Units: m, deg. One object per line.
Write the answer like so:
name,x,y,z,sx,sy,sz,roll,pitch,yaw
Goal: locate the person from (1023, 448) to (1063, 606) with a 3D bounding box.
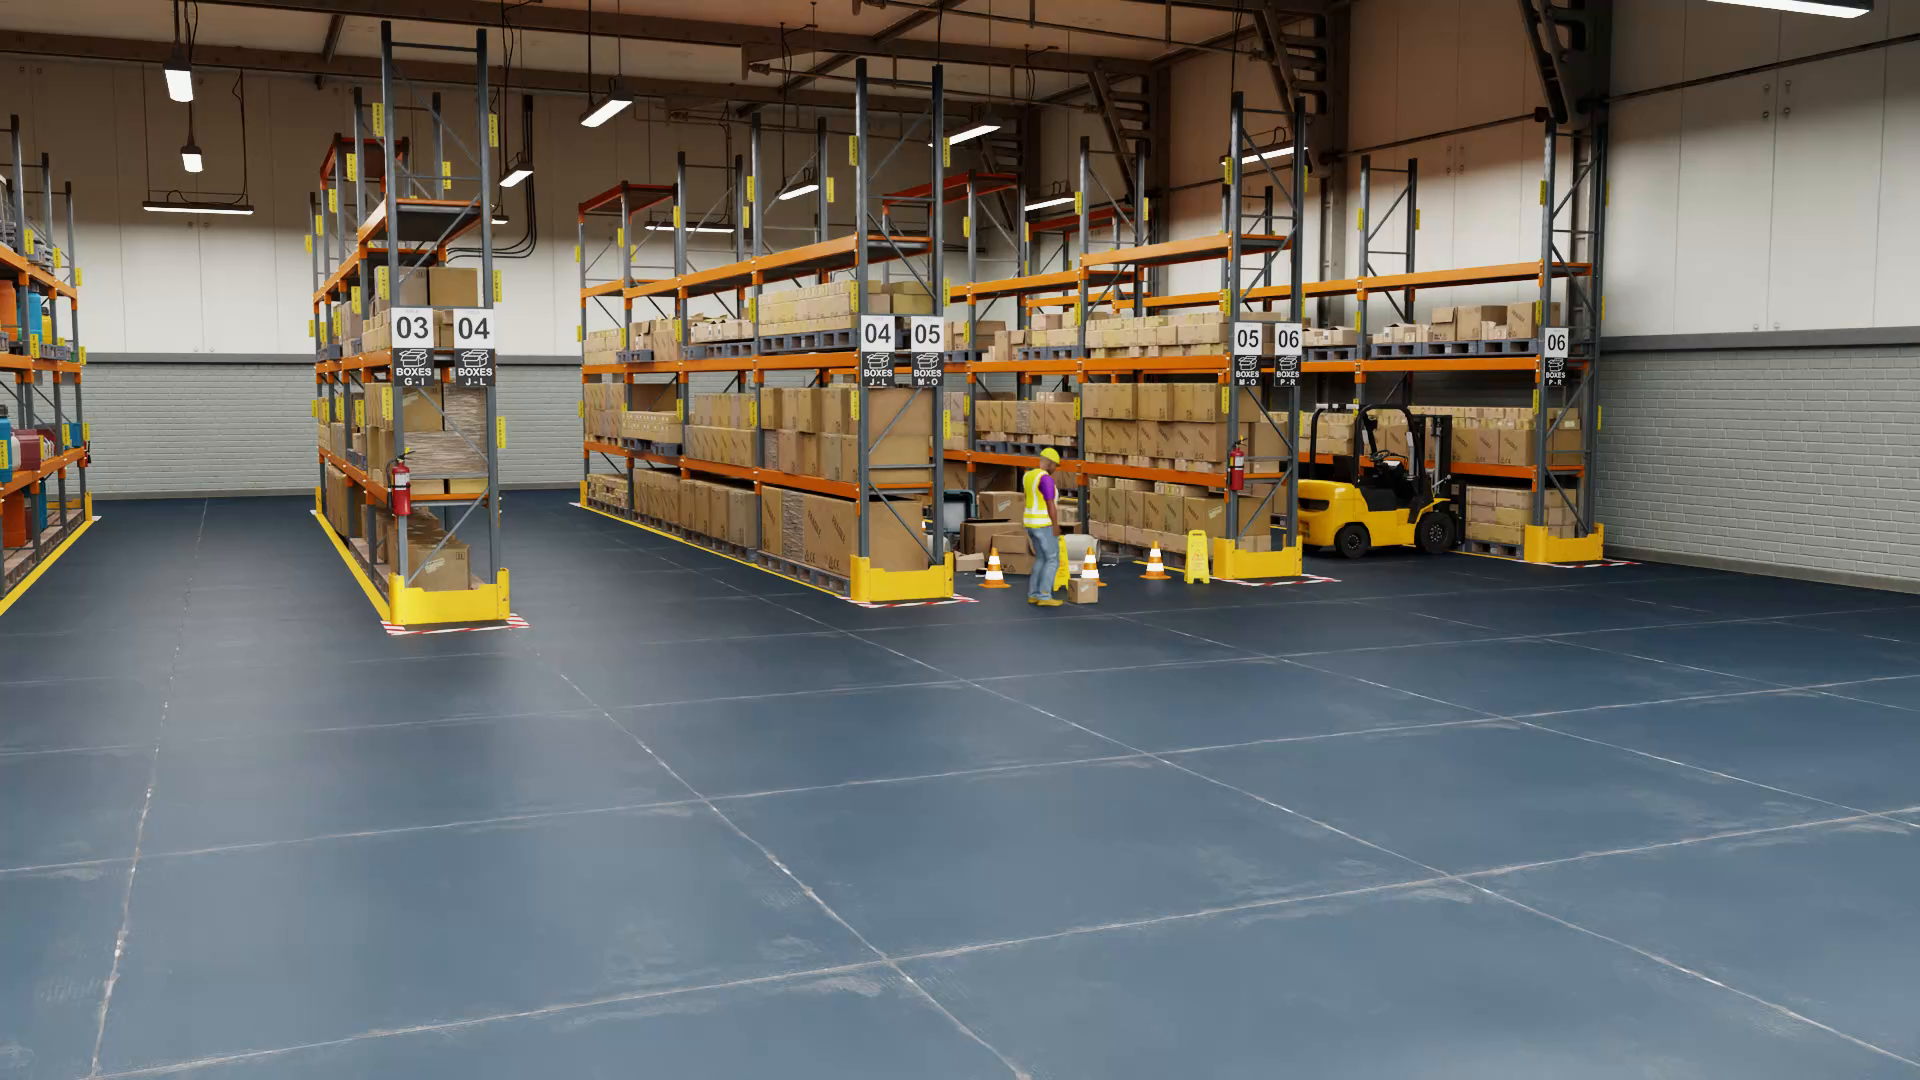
person,0.928,-0.151,18.454,0.422,1.734,0.584,-2,6,-22
